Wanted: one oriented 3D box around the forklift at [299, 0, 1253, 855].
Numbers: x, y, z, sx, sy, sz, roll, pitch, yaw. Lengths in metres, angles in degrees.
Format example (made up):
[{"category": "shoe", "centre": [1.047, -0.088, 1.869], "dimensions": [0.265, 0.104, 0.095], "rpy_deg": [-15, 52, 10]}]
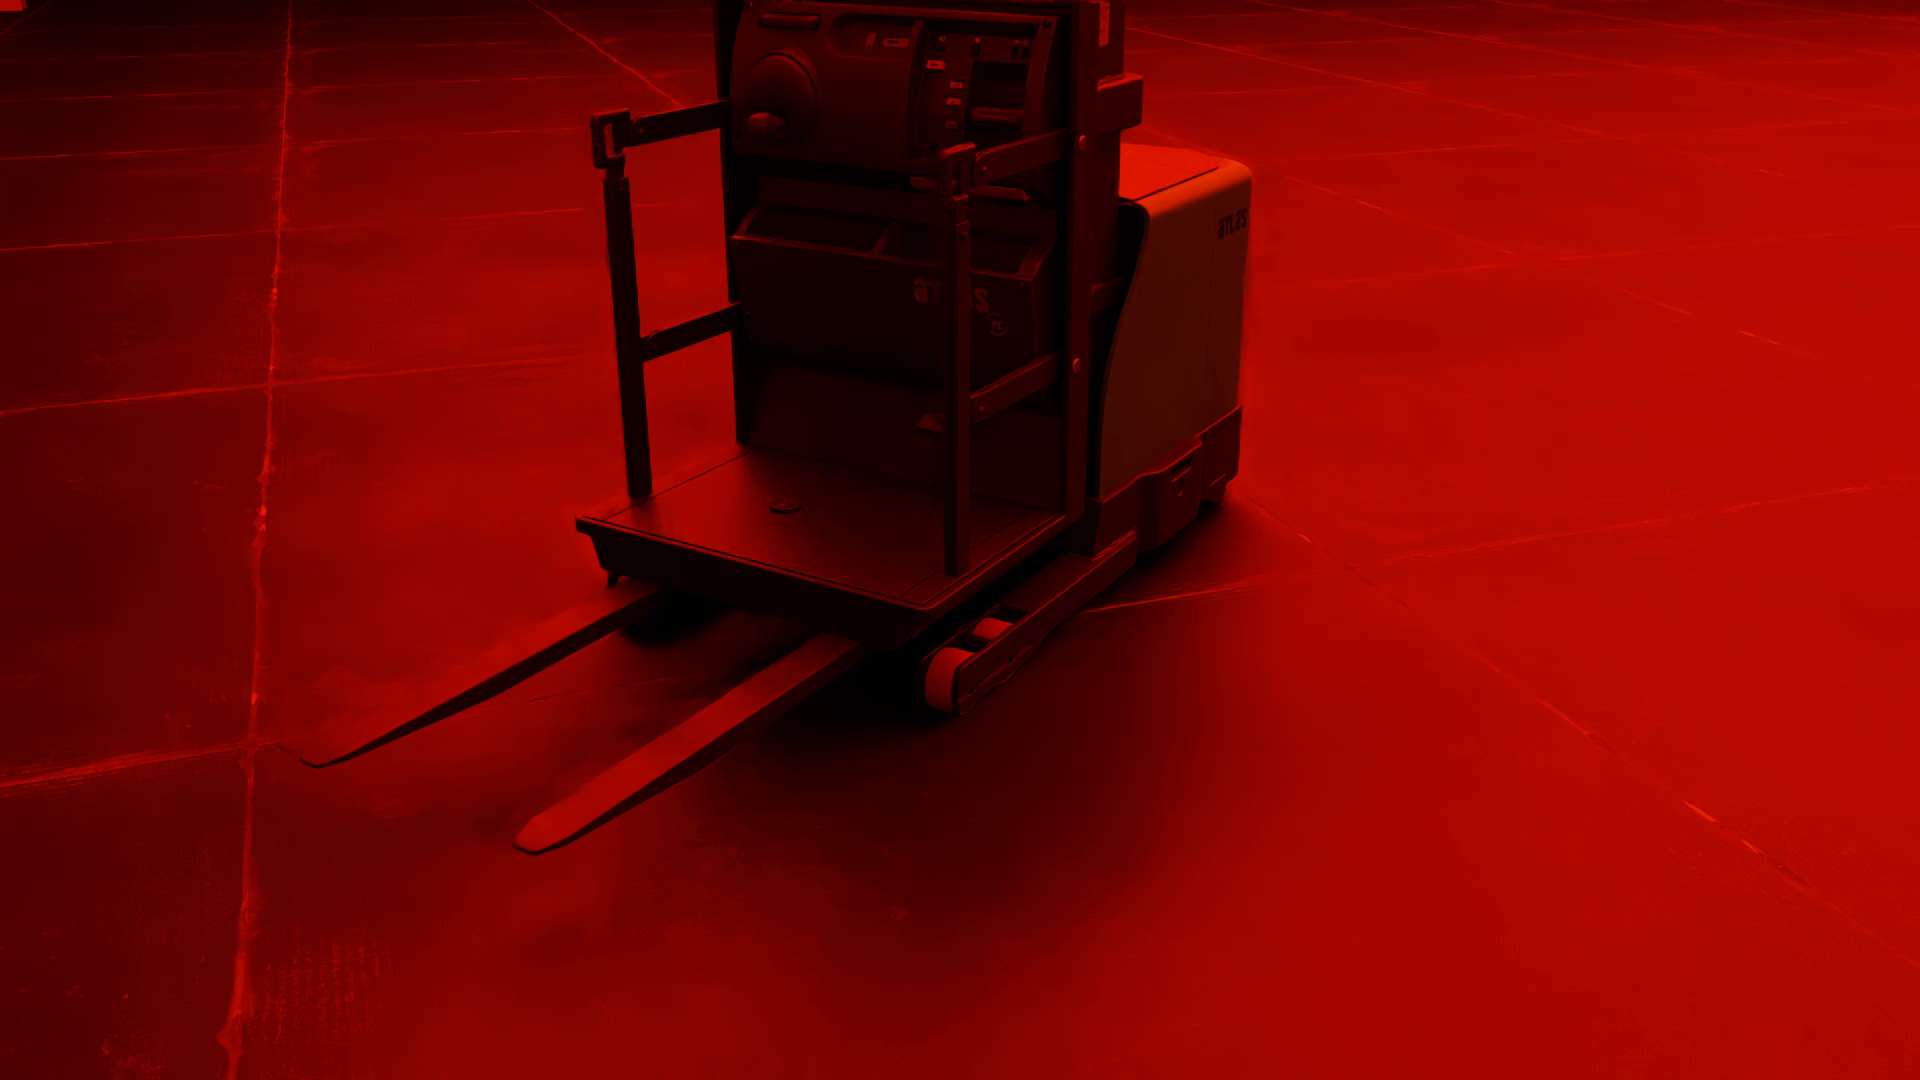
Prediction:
[{"category": "forklift", "centre": [-0.293, -1.127, 3.979], "dimensions": [1.130, 2.935, 3.031], "rpy_deg": [13, 26, 29]}]
